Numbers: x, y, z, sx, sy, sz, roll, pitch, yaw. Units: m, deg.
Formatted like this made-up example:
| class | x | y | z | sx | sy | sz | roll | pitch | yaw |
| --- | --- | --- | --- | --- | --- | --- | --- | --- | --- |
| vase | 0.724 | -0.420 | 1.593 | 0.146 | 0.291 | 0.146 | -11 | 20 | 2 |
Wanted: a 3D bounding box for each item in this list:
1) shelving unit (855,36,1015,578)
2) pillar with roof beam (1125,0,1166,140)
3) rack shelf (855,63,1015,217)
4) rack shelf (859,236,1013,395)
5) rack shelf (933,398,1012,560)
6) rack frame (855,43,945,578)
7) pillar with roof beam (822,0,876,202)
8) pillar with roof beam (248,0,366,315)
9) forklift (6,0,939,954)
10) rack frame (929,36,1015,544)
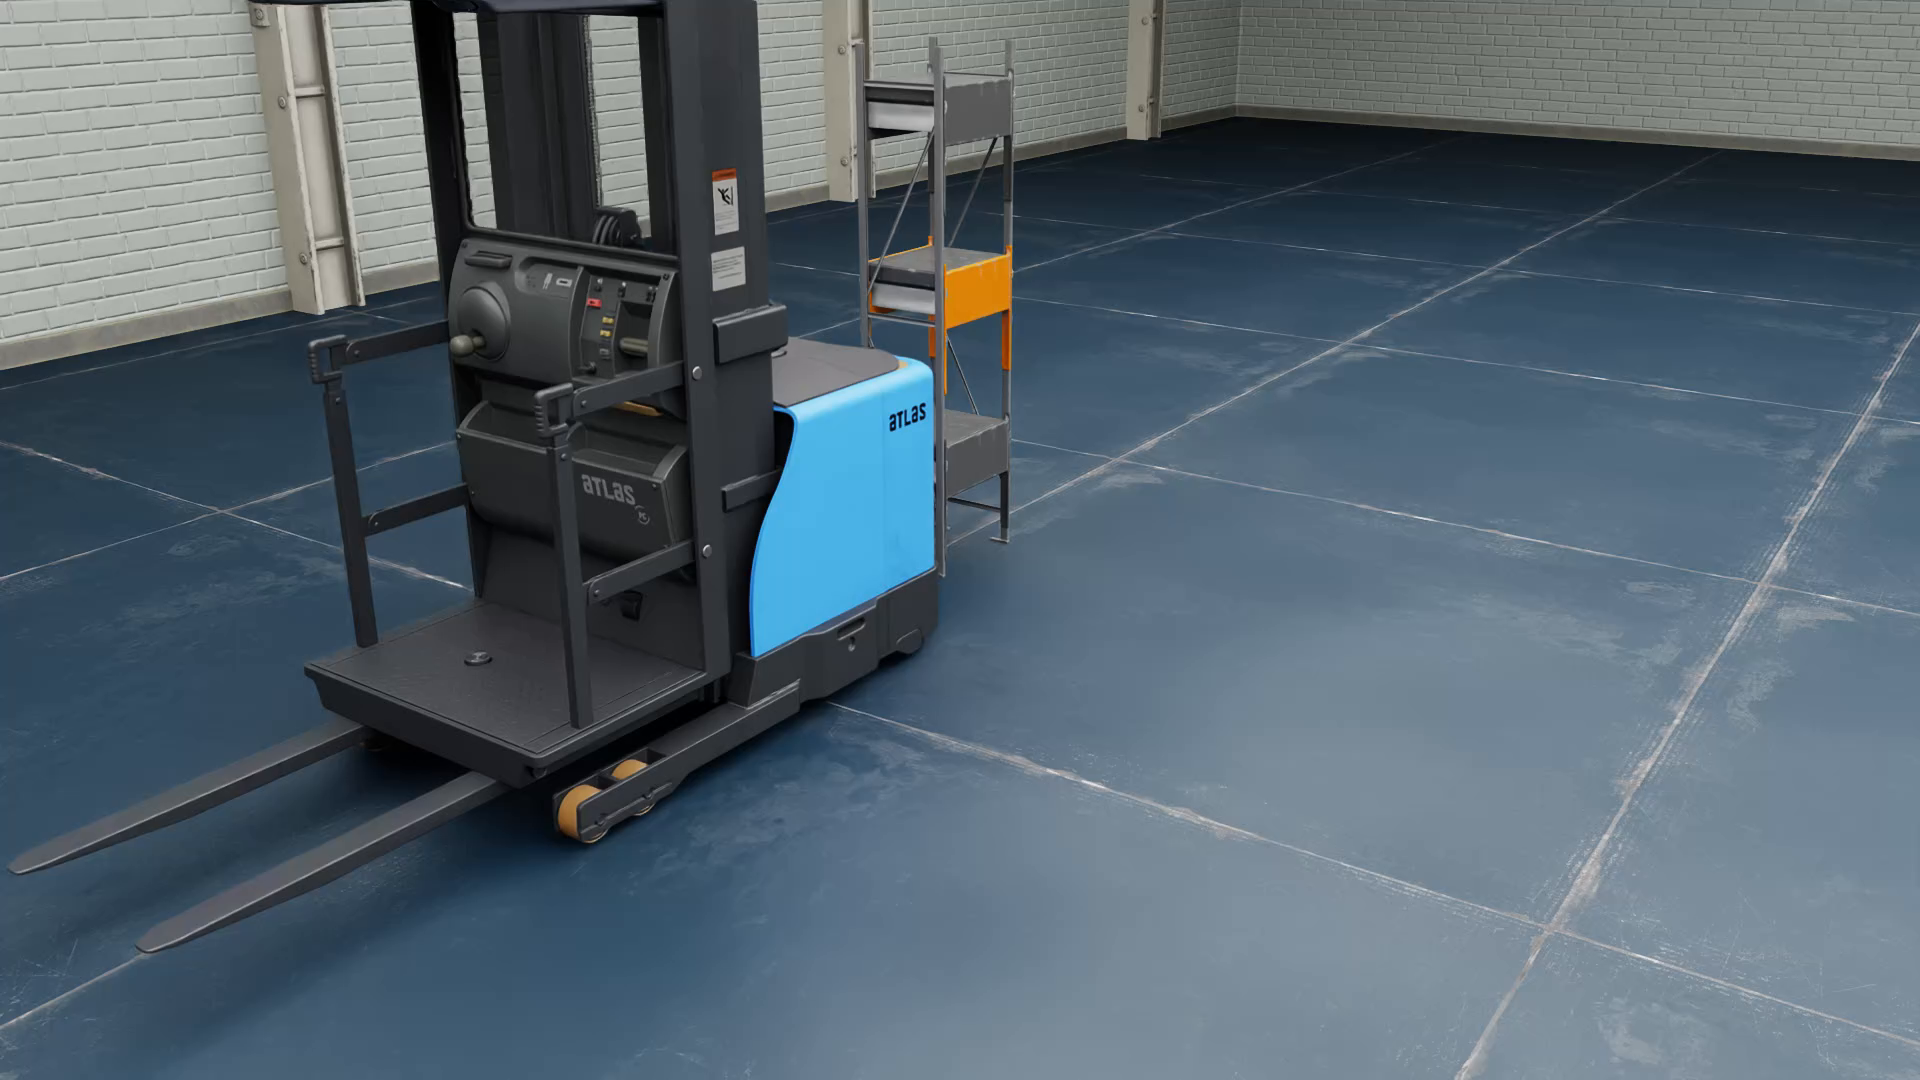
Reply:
| class | x | y | z | sx | sy | sz | roll | pitch | yaw |
| --- | --- | --- | --- | --- | --- | --- | --- | --- | --- |
| shelving unit | -0.093 | -0.937 | 6.772 | 0.431 | 2.100 | 0.503 | 13 | 24 | 32 |
| pillar with roof beam | 5.868 | -8.461 | 17.169 | 9.100 | 9.000 | 0.400 | 13 | 24 | 32 |
| rack shelf | -0.093 | -1.581 | 6.534 | 0.431 | 0.518 | 0.480 | 13 | 24 | 32 |
| rack shelf | -0.093 | -0.925 | 6.777 | 0.431 | 0.518 | 0.480 | 13 | 24 | 32 |
| rack shelf | -0.093 | -0.268 | 7.020 | 0.431 | 0.518 | 0.480 | 13 | 24 | 32 |
| rack frame | -0.230 | -0.867 | 6.583 | 0.400 | 2.100 | 0.015 | 13 | 24 | 32 |
| pillar with roof beam | 2.495 | -6.740 | 12.515 | 9.100 | 9.000 | 0.400 | 13 | 24 | 32 |
| pillar with roof beam | -0.878 | -5.018 | 7.861 | 9.100 | 9.000 | 0.400 | 13 | 24 | 32 |
| forklift | -1.338 | -0.678 | 4.872 | 1.130 | 2.935 | 3.031 | 14 | 24 | 33 |
| rack frame | 0.044 | -1.007 | 6.962 | 0.400 | 2.100 | 0.015 | 13 | 24 | 32 |
